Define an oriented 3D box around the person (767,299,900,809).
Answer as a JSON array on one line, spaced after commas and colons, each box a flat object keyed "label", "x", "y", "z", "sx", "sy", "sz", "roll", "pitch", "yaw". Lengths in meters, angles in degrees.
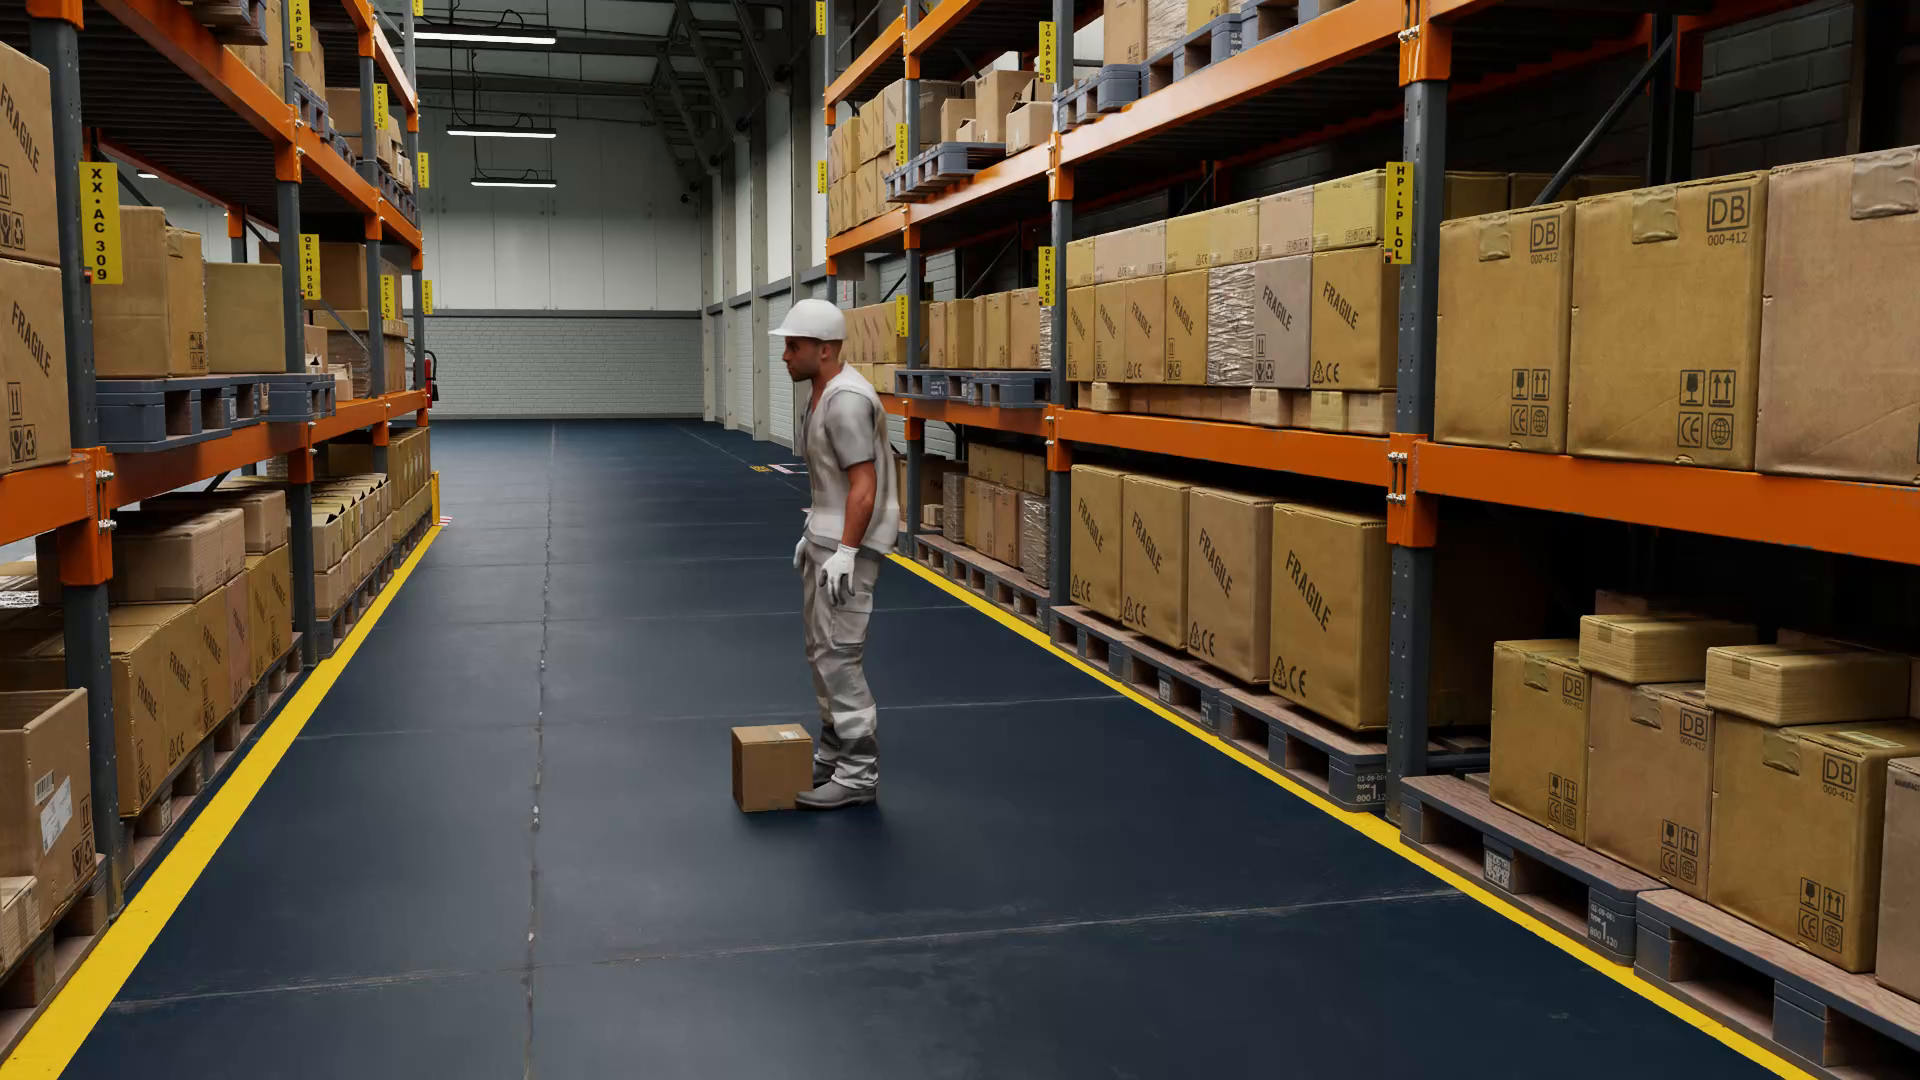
[{"label": "person", "x": -0.454, "y": 0.044, "z": 5.901, "sx": 0.453, "sy": 1.779, "sz": 0.621, "roll": -2, "pitch": 6, "yaw": -15}]
